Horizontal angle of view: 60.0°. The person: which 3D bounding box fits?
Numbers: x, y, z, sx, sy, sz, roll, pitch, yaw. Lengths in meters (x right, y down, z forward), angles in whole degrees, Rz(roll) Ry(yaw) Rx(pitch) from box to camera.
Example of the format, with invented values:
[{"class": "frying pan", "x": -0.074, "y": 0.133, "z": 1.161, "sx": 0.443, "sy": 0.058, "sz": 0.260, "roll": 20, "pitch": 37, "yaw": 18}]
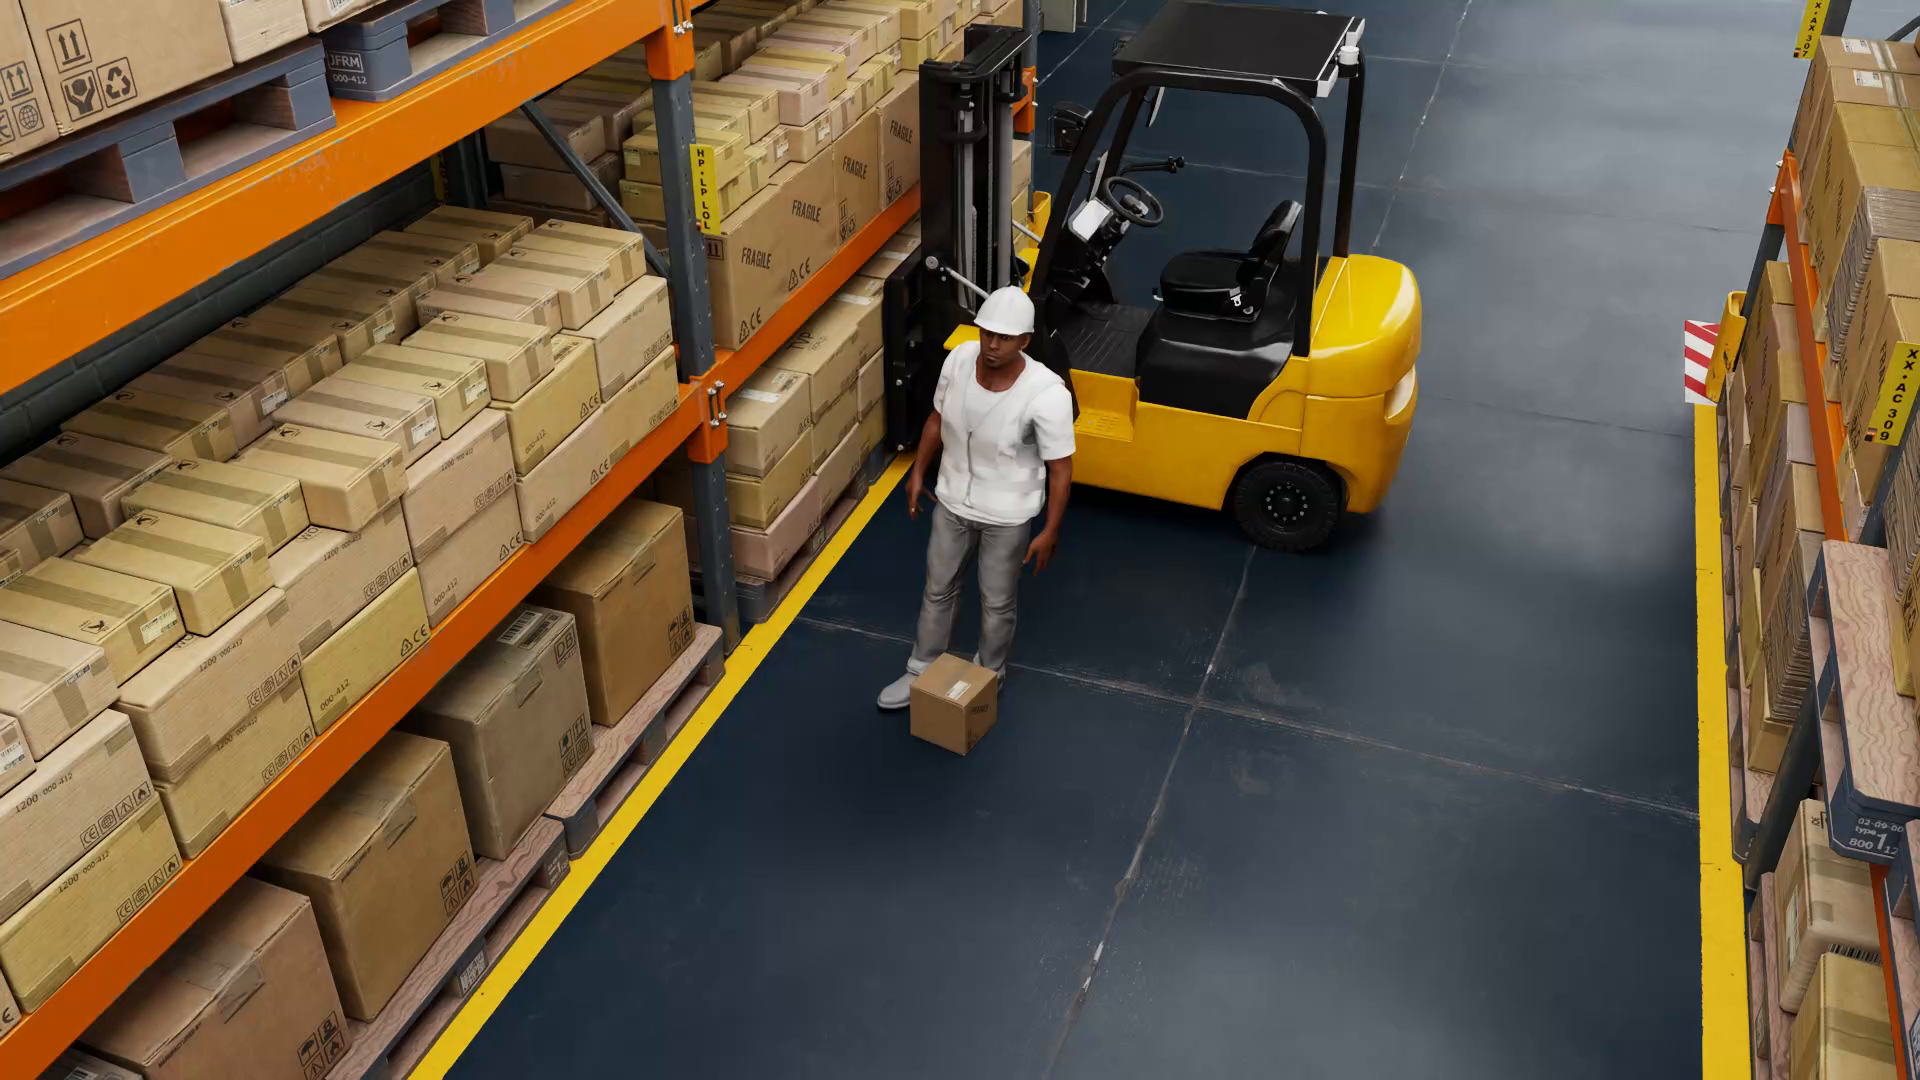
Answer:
[{"class": "person", "x": 0.061, "y": -0.098, "z": 6.258, "sx": 0.666, "sy": 1.759, "sz": 0.577, "roll": 20, "pitch": 38, "yaw": 27}]
